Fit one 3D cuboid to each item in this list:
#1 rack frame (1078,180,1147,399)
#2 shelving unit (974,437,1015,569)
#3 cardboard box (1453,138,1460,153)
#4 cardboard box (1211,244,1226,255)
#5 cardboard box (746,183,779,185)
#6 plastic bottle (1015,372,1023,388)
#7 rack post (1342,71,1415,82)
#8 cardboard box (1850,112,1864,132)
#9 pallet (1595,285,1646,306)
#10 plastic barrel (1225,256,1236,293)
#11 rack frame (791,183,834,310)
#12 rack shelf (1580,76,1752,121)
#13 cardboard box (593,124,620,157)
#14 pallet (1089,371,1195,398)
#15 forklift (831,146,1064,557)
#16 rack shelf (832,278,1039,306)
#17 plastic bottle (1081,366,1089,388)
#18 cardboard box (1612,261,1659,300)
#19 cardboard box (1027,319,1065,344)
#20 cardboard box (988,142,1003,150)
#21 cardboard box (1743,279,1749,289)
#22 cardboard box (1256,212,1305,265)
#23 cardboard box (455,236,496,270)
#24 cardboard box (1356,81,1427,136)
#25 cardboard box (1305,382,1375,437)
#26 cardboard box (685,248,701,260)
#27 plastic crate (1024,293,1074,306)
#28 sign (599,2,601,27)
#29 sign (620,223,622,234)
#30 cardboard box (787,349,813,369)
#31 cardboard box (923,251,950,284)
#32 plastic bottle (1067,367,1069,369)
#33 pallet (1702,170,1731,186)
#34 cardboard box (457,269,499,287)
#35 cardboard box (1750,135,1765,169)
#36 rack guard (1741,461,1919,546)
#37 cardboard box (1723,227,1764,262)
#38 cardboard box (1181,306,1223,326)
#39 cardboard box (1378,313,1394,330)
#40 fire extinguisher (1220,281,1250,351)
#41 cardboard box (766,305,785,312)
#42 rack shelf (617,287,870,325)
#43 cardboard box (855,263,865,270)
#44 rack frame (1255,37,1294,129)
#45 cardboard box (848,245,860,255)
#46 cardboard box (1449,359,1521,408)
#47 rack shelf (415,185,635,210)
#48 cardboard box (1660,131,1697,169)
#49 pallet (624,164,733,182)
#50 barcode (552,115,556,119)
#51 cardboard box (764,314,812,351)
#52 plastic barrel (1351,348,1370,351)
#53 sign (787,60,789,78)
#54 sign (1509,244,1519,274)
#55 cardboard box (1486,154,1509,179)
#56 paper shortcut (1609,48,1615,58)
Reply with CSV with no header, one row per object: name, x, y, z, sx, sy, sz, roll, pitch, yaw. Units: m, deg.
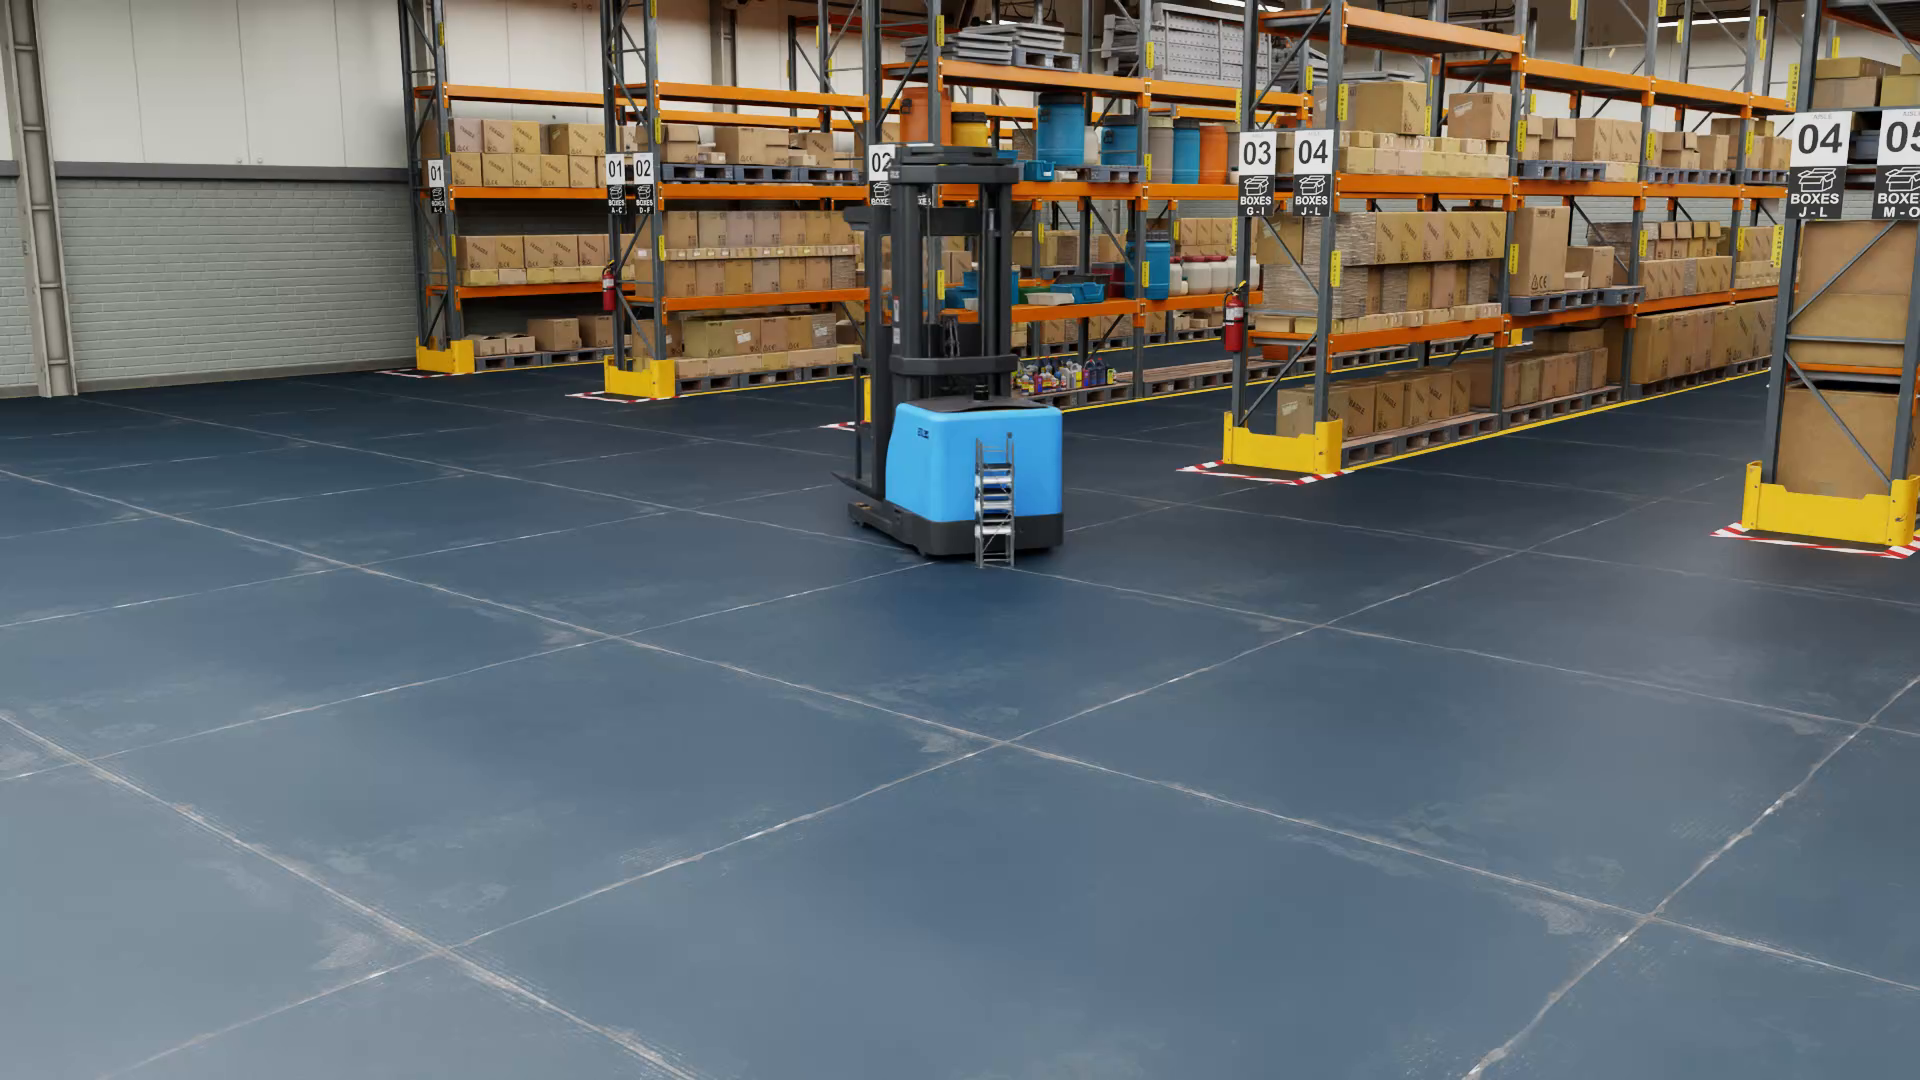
rack frame,2.015,-3.407,22.113,1.000,3.000,0.127,10,15,40
shelving unit,0.243,-0.259,11.712,0.258,0.900,0.210,-2,11,-9
cardboard box,5.004,-4.127,17.421,0.380,0.149,0.250,11,15,42
cardboard box,4.786,-5.463,32.151,0.500,0.500,0.500,10,15,40
cardboard box,-3.712,-6.630,30.272,0.637,0.503,0.797,-10,15,-40
plastic bottle,0.762,-2.059,21.383,0.097,0.201,0.097,0,11,0
rack post,6.716,-7.369,26.826,0.937,0.300,0.954,9,15,39
cardboard box,6.719,-3.218,12.819,0.380,0.149,0.250,10,15,40
pallet,7.985,-3.143,21.278,1.213,0.211,1.003,10,15,40
plastic barrel,3.859,-3.810,23.842,0.421,0.512,0.421,0,11,0
rack frame,-2.787,-5.277,31.473,1.000,3.000,0.127,10,15,40
rack shelf,9.696,-6.043,22.849,1.077,0.370,4.000,10,15,40
cardboard box,-5.910,-6.517,27.165,0.500,0.500,0.500,11,16,43
pallet,2.504,-2.161,22.990,1.003,0.211,1.213,10,15,40
forklift,-0.257,-1.565,13.061,1.130,2.935,3.031,-4,12,-21
rack shelf,-0.383,-3.990,26.866,1.077,0.370,4.000,10,15,40
plastic bottle,1.603,-2.102,21.387,0.133,0.283,0.061,-11,16,-44
cardboard box,8.901,-3.441,22.026,0.500,0.500,0.500,10,15,42
cardboard box,1.452,-3.657,28.621,0.500,0.500,0.500,11,15,43
cardboard box,0.535,-7.954,34.359,0.500,0.500,0.500,10,15,40
cardboard box,11.635,-3.860,25.021,0.380,0.149,0.250,9,14,38
cardboard box,3.272,-2.977,16.389,0.500,0.500,0.500,10,15,40
cardboard box,-7.527,-4.435,25.676,0.500,0.500,0.500,10,15,40
cardboard box,4.278,-4.273,16.498,0.500,0.500,0.500,10,15,40
cardboard box,3.889,-1.341,17.076,0.500,0.500,0.500,-7,13,-33
cardboard box,-3.751,-3.896,22.648,0.380,0.149,0.250,9,15,39
plastic crate,1.133,-3.007,20.779,0.530,0.136,0.437,10,15,40
sign,-4.742,-6.971,22.051,0.100,0.325,0.005,10,15,40
sign,-5.846,-5.327,28.769,0.100,0.325,0.005,10,15,40
cardboard box,-2.502,-2.662,24.328,0.500,0.250,0.500,10,15,40
cardboard box,-0.506,-4.360,26.625,0.500,0.500,0.500,10,15,40
plastic bottle,1.408,-2.246,22.318,0.097,0.201,0.097,0,11,0
pallet,10.448,-5.180,23.818,0.805,0.209,1.217,9,14,38
cardboard box,-7.507,-4.067,25.746,0.500,0.250,0.500,9,15,39
cardboard box,11.846,-5.921,25.454,0.700,0.500,0.500,11,16,43
rack guard,6.738,-0.293,12.902,1.175,0.500,0.348,10,15,40
cardboard box,11.855,-4.493,25.257,0.500,0.500,0.500,10,15,40
cardboard box,4.814,-4.494,32.804,0.797,0.503,0.637,10,15,40
cardboard box,4.138,-2.211,16.764,0.380,0.149,0.250,10,15,40
fire extinguisher,2.673,-2.183,16.182,0.296,0.674,0.183,10,15,40
cardboard box,-3.650,-4.093,30.806,0.700,0.500,0.500,10,15,40
rack shelf,-3.024,-3.401,23.920,1.077,0.370,4.000,10,15,40
cardboard box,-1.983,-5.246,31.909,0.380,0.149,0.250,10,15,42
rack frame,6.218,-8.756,33.574,1.000,3.000,0.127,10,15,40
cardboard box,-1.722,-4.348,24.910,0.380,0.149,0.250,10,15,40
cardboard box,6.157,-1.845,19.547,0.700,0.500,0.500,8,14,36
rack shelf,-6.747,-5.512,26.830,1.077,0.370,4.000,10,15,40
cardboard box,9.708,-5.386,23.027,0.797,0.503,0.637,10,15,40
pallet,-3.858,-4.988,22.595,1.003,0.211,1.213,10,15,40
barcode,-6.668,-6.942,27.301,0.001,0.075,0.075,10,15,40
cardboard box,-2.511,-3.031,24.262,0.500,0.500,0.500,10,15,40
plastic barrel,6.456,-3.579,27.259,0.600,0.901,0.708,10,15,40
sign,-3.206,-8.826,31.135,0.100,0.325,0.005,10,15,40
sign,6.148,-3.123,18.477,0.100,0.325,0.005,10,15,40
cardboard box,5.631,-4.064,18.123,0.500,0.250,0.500,11,15,42
paper shortcut,8.853,-6.628,22.565,0.009,0.170,0.078,23,-8,37
